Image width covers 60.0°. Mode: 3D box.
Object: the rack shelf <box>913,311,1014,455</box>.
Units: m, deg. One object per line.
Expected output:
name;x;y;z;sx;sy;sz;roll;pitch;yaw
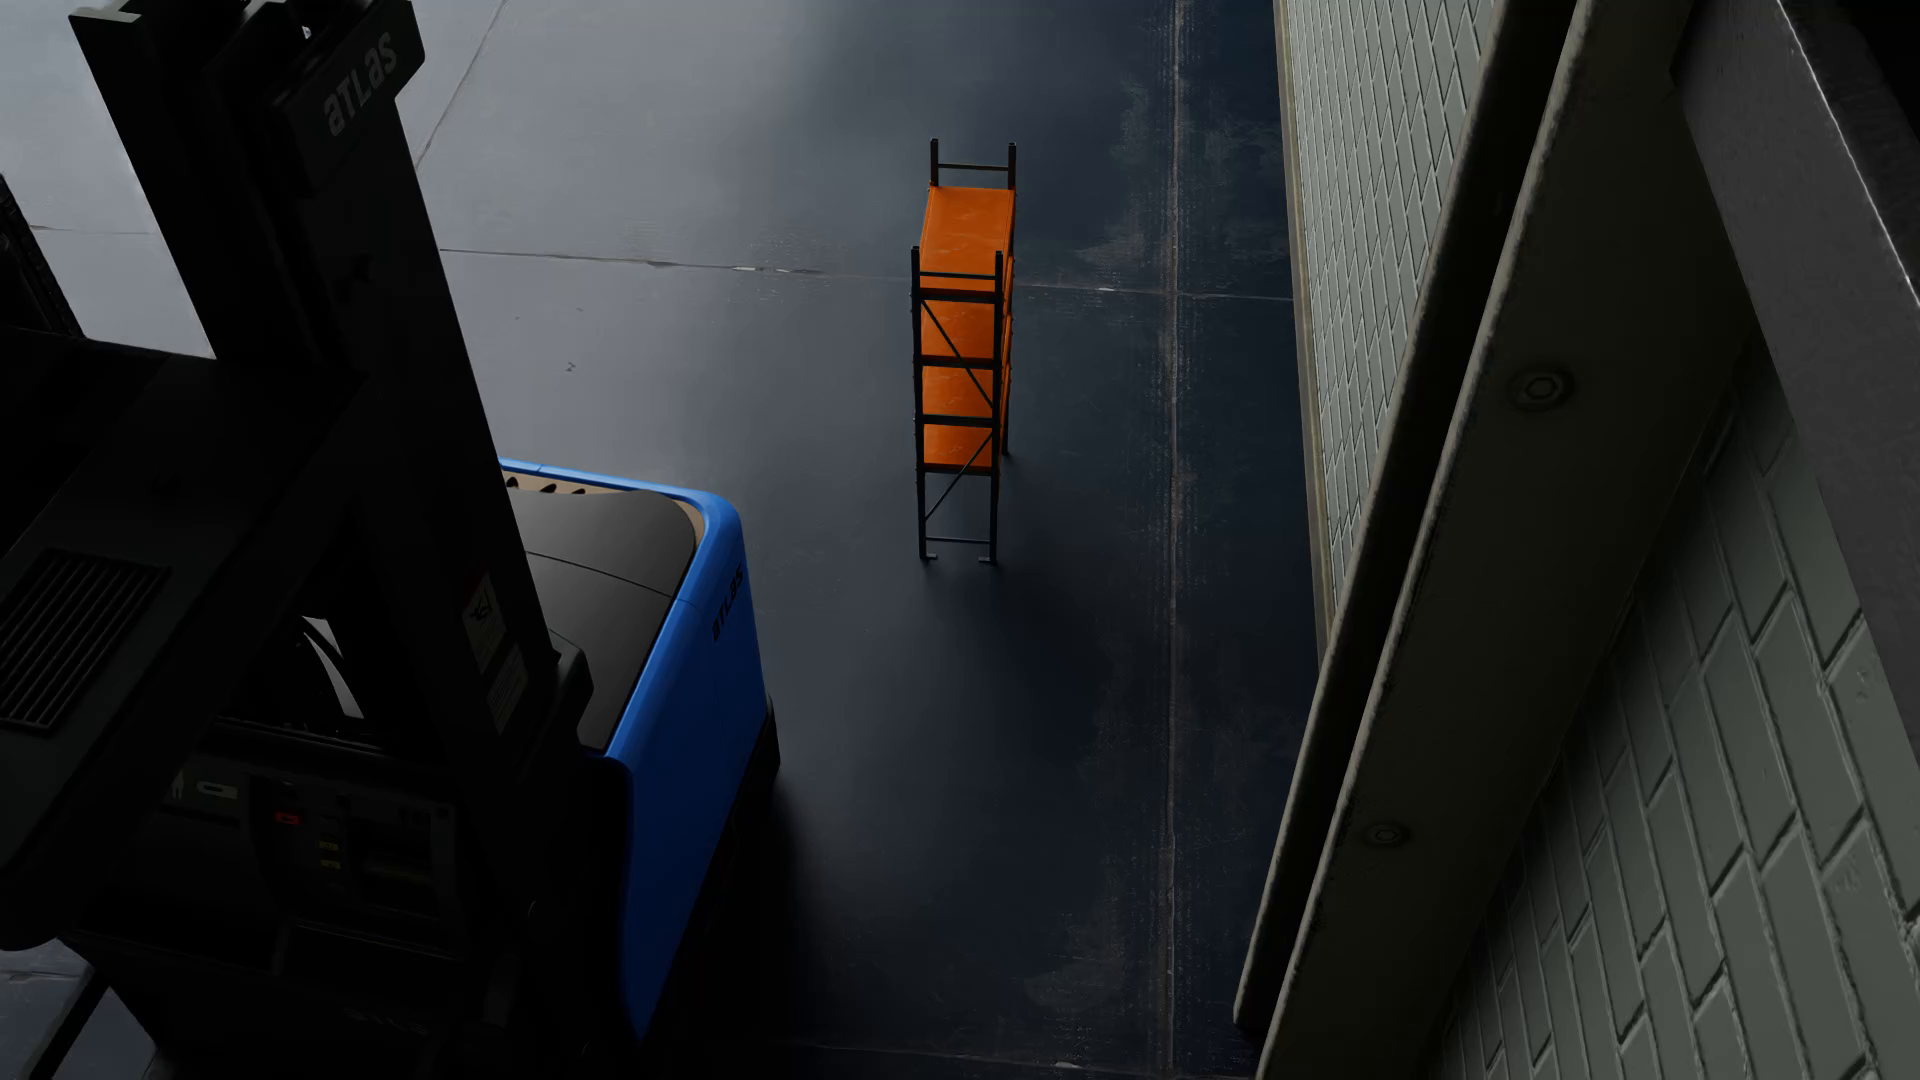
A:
rack shelf;0.015;-0.481;4.968;0.258;0.148;0.480;4;48;4

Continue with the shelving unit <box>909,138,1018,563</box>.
shelving unit;0.015;-0.527;4.919;0.258;1.200;0.503;4;48;4

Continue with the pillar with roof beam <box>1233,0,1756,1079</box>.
pillar with roof beam;-3.463;-2.003;0.984;9.100;9.000;0.400;4;48;4

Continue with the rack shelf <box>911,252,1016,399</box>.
rack shelf;0.015;-0.632;4.803;0.258;0.148;0.480;4;48;4

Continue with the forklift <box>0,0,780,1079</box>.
forklift;-1.325;0.615;2.701;1.130;2.935;3.031;10;48;9

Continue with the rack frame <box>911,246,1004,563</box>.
rack frame;-0.007;-0.347;4.755;0.240;1.200;0.015;4;48;4

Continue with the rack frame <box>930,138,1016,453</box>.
rack frame;0.037;-0.706;5.083;0.240;1.200;0.015;4;48;4

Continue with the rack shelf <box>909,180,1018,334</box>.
rack shelf;0.015;-0.792;4.629;0.258;0.148;0.480;4;48;4

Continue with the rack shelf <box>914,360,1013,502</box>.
rack shelf;0.015;-0.347;5.115;0.258;0.148;0.480;4;48;4
